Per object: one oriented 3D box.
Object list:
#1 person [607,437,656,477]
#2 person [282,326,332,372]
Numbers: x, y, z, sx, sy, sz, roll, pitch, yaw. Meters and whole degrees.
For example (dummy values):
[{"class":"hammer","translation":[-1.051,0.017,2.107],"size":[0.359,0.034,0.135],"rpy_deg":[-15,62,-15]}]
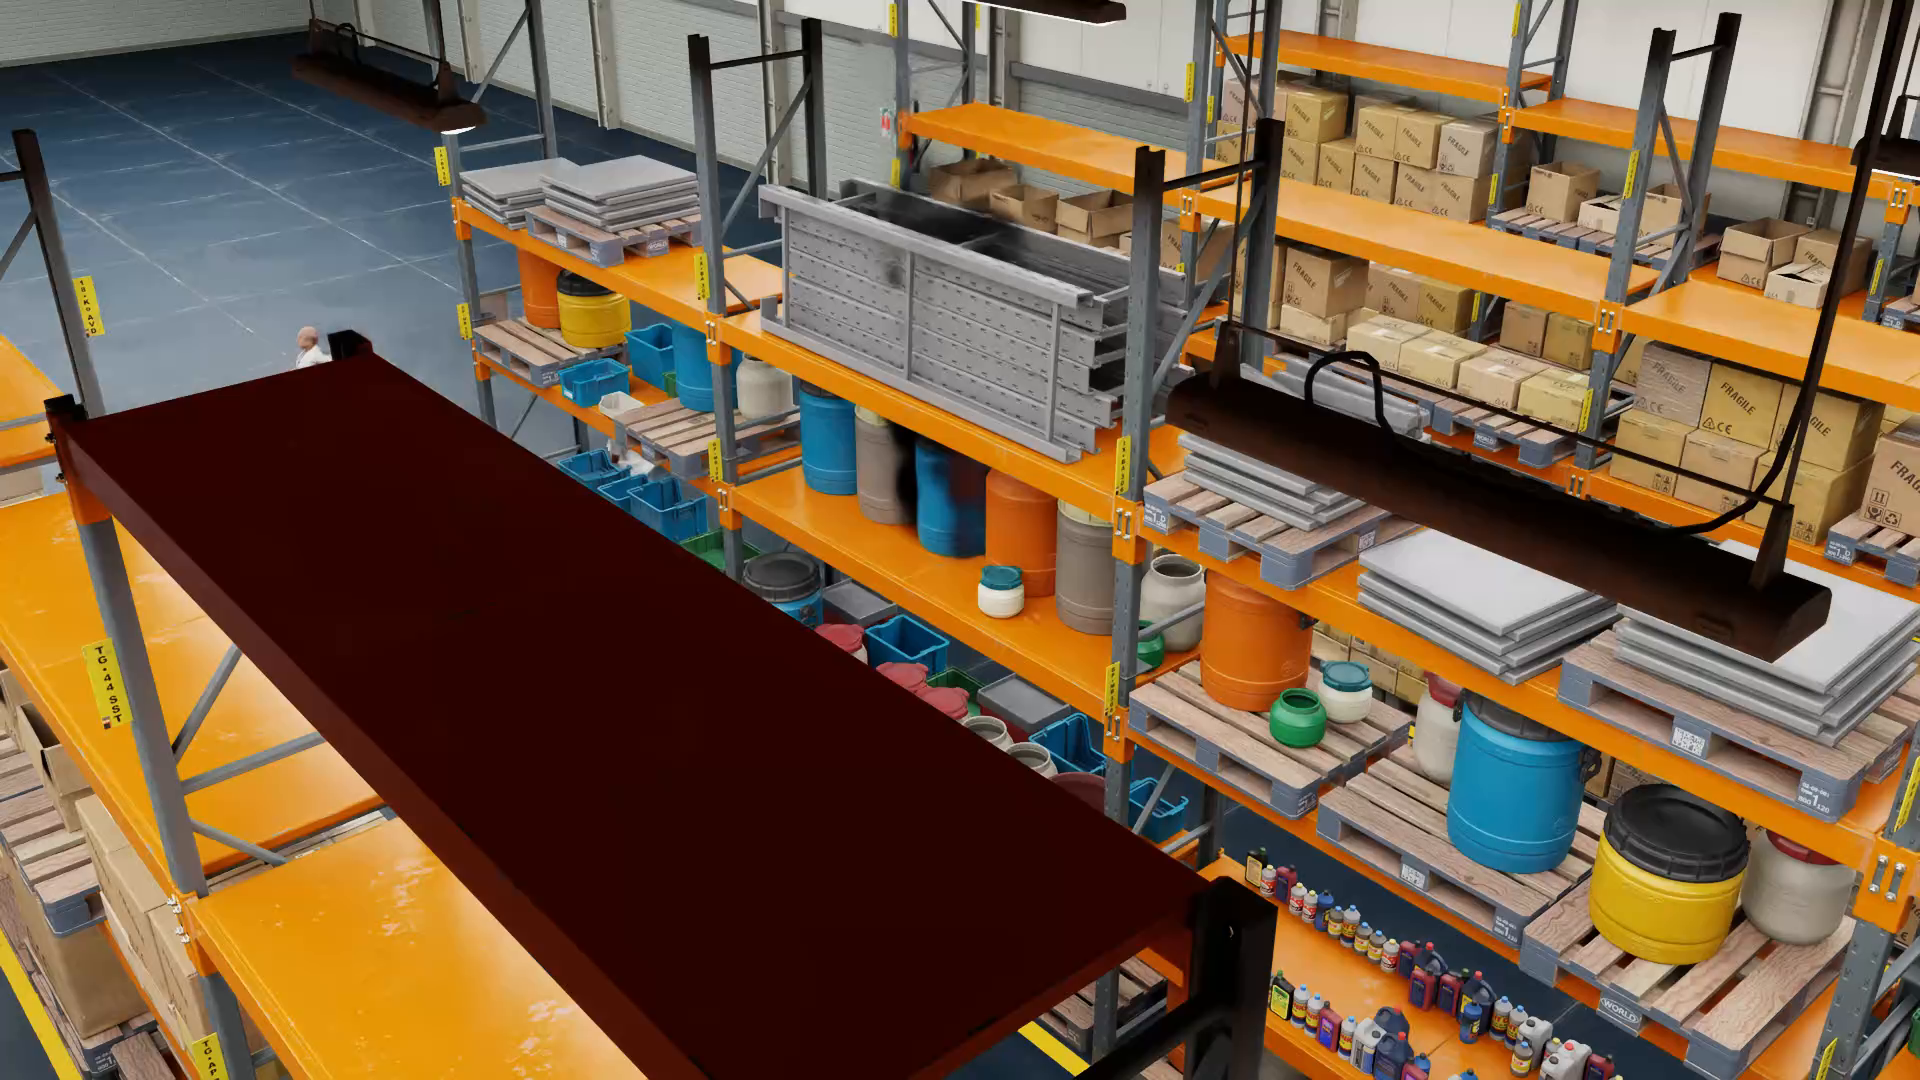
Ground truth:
[{"class":"person","translation":[-3.305,-0.695,17.029],"size":[0.657,1.794,0.663],"rpy_deg":[10,29,19]},{"class":"person","translation":[-7.148,-1.535,18.594],"size":[1.050,1.782,0.711],"rpy_deg":[-10,29,-19]}]
